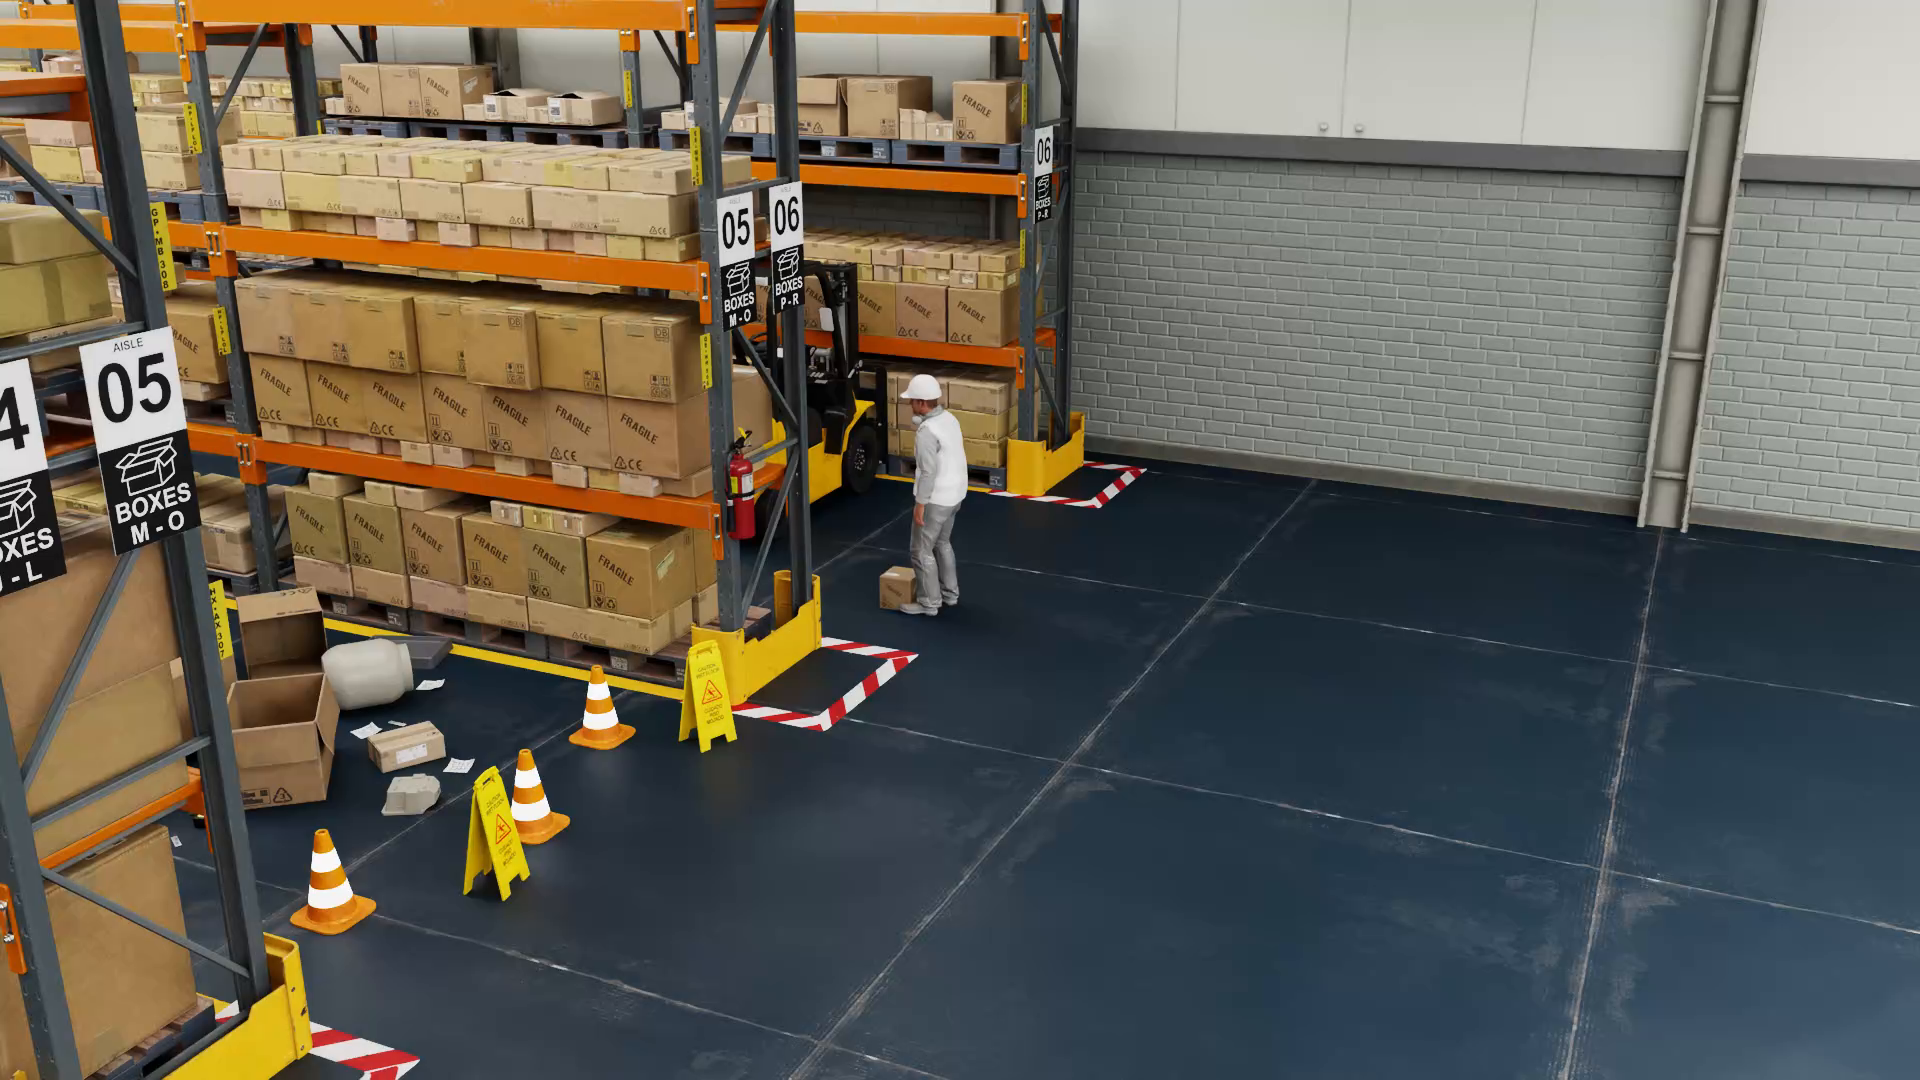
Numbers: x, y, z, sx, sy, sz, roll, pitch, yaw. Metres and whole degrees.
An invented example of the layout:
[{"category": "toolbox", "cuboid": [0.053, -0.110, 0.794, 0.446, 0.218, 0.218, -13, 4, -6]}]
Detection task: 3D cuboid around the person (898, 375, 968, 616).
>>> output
[{"category": "person", "cuboid": [-0.191, -0.323, 11.969, 0.475, 1.769, 0.579, 7, 20, 20]}]
